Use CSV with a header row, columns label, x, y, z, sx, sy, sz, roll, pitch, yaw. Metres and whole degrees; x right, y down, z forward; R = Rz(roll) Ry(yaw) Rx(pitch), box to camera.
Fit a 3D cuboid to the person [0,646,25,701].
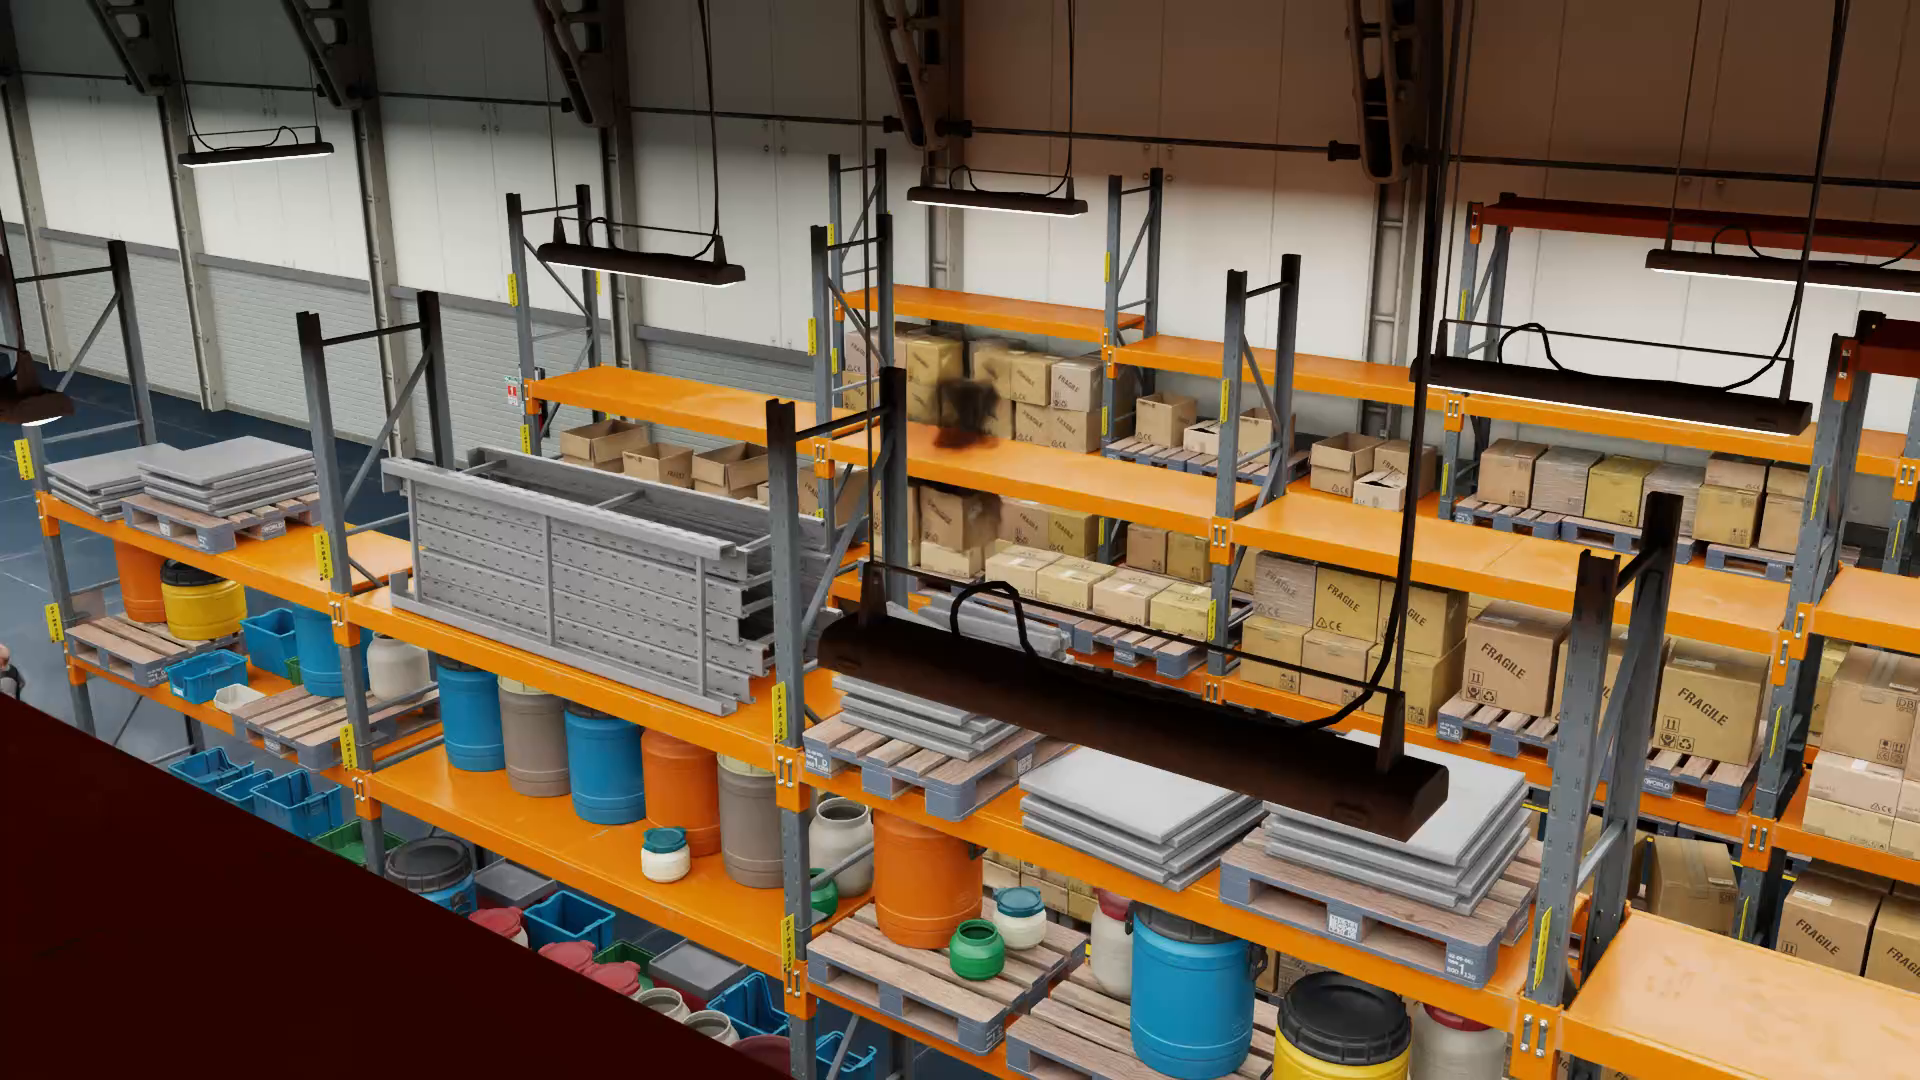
label,x,y,z,sx,sy,sz,roll,pitch,yaw
person,-9.639,1.867,16.872,0.860,1.695,0.670,-11,21,-29
